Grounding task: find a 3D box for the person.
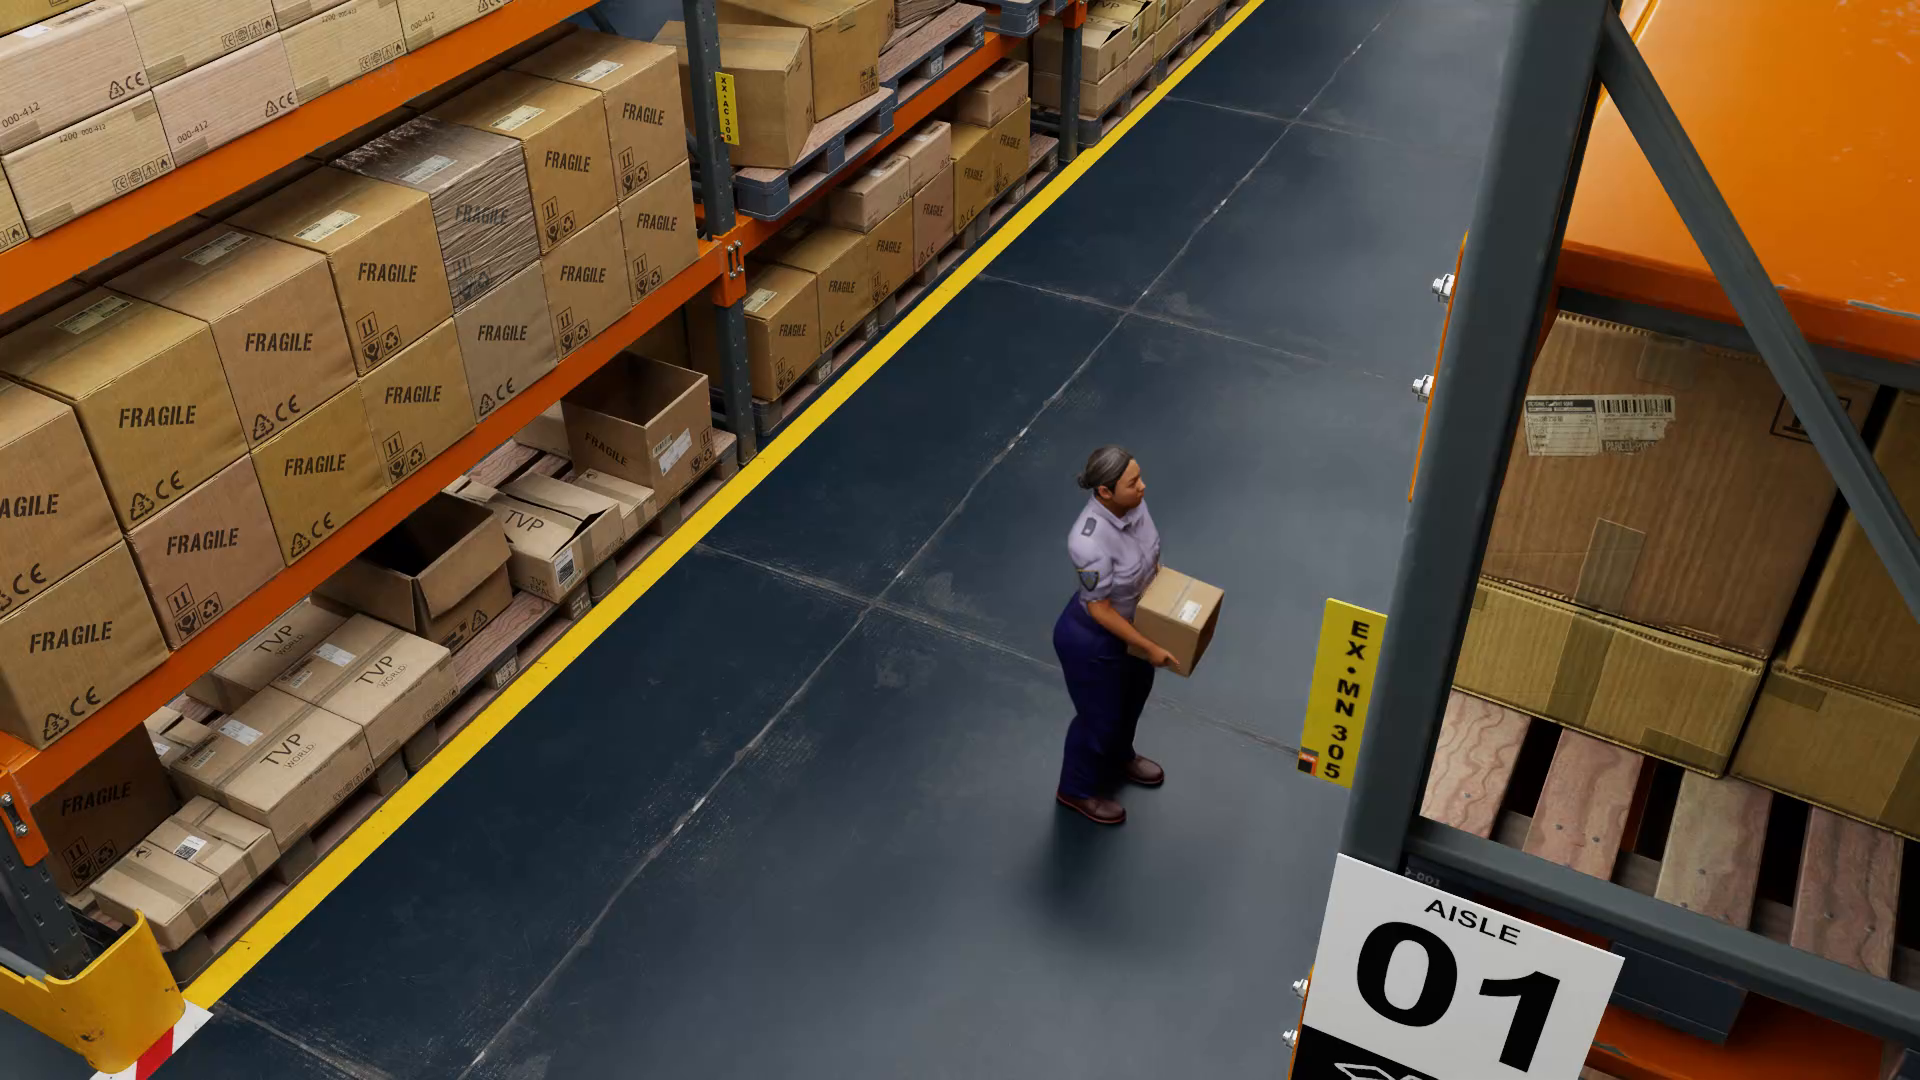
[{"bbox_3d":[0.636,0.362,6.297,0.511,1.647,0.471,18,41,21],"label":"person"}]
